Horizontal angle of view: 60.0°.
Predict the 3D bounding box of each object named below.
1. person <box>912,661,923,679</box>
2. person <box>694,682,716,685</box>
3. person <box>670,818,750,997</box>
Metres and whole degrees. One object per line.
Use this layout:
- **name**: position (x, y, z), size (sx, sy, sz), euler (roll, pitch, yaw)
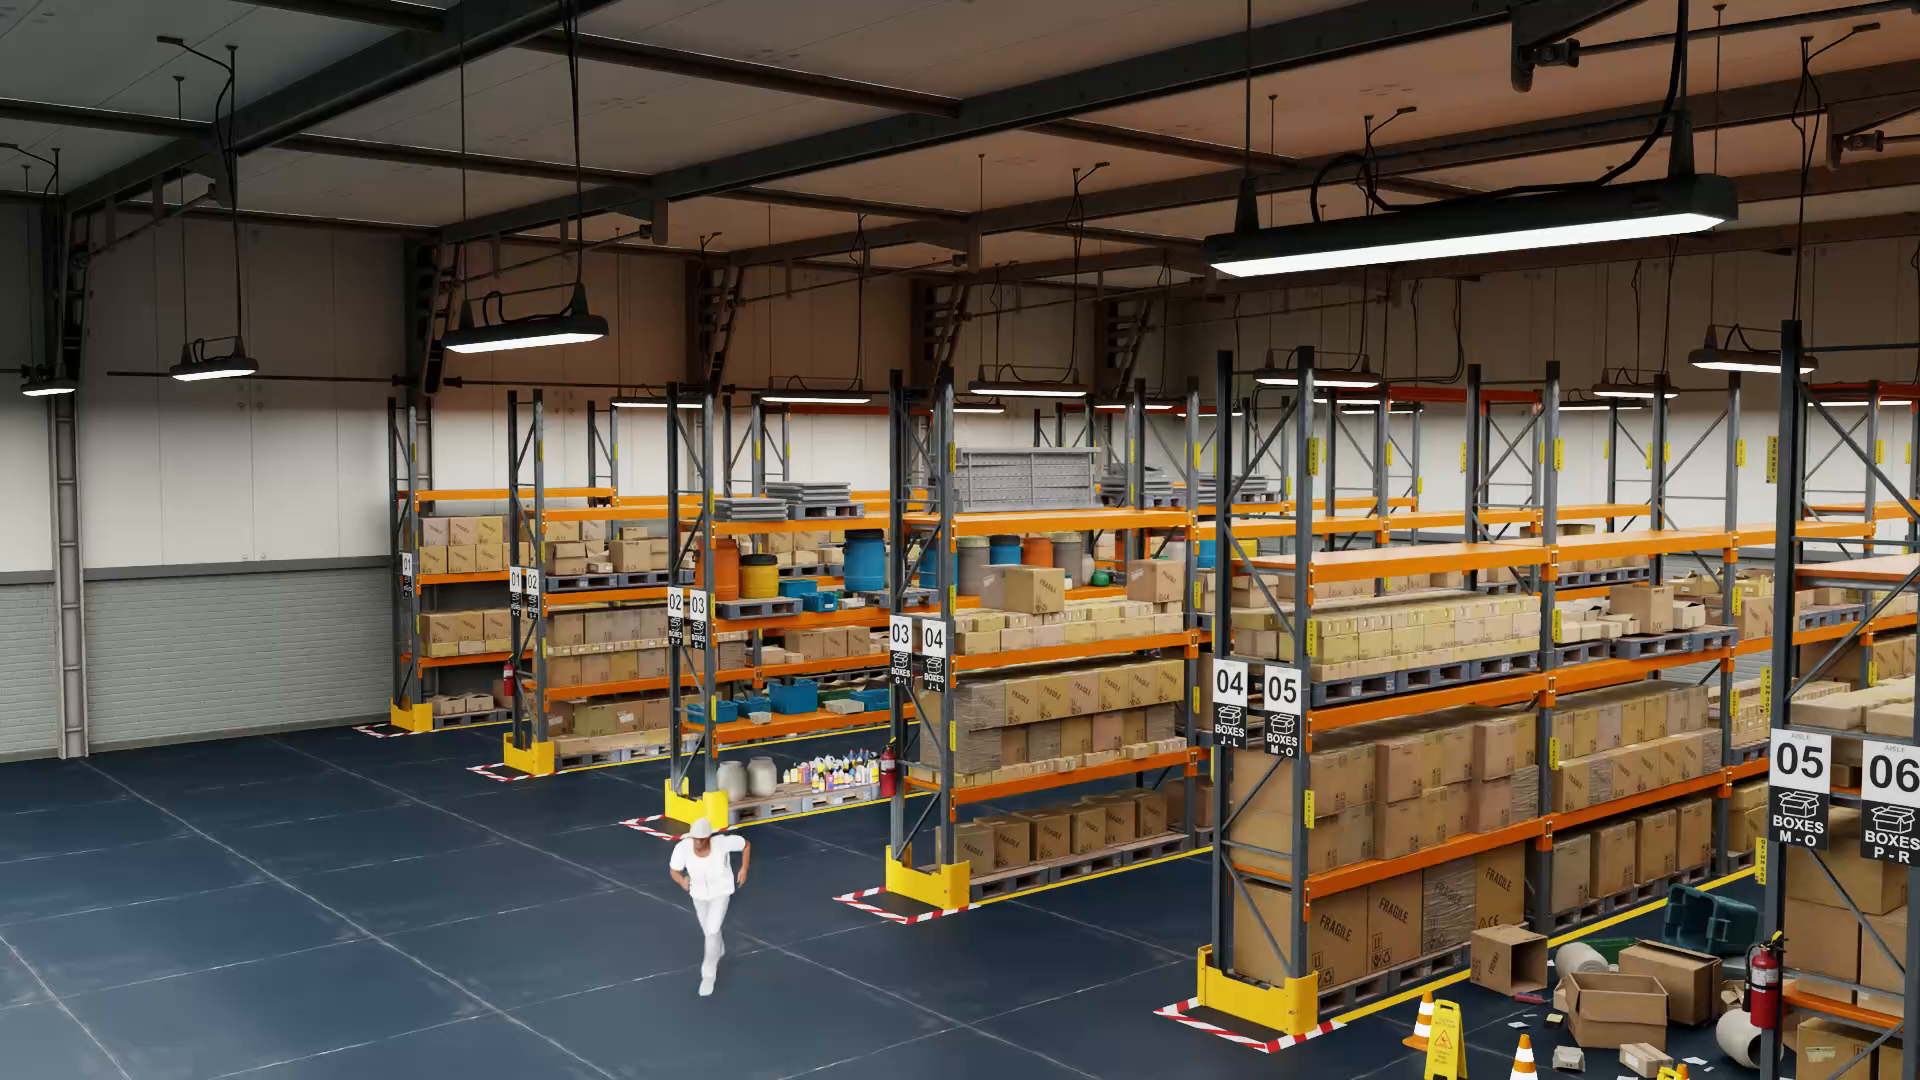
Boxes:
- **person**: position (-0.748, 2.404, 33.982), size (0.714, 1.601, 0.591), euler (-3, 4, -37)
- **person**: position (-4.633, 2.521, 30.485), size (0.525, 1.722, 0.714), euler (-3, 4, -40)
- **person**: position (-2.368, 3.429, 15.878), size (0.745, 1.716, 1.035), euler (0, 3, 4)
